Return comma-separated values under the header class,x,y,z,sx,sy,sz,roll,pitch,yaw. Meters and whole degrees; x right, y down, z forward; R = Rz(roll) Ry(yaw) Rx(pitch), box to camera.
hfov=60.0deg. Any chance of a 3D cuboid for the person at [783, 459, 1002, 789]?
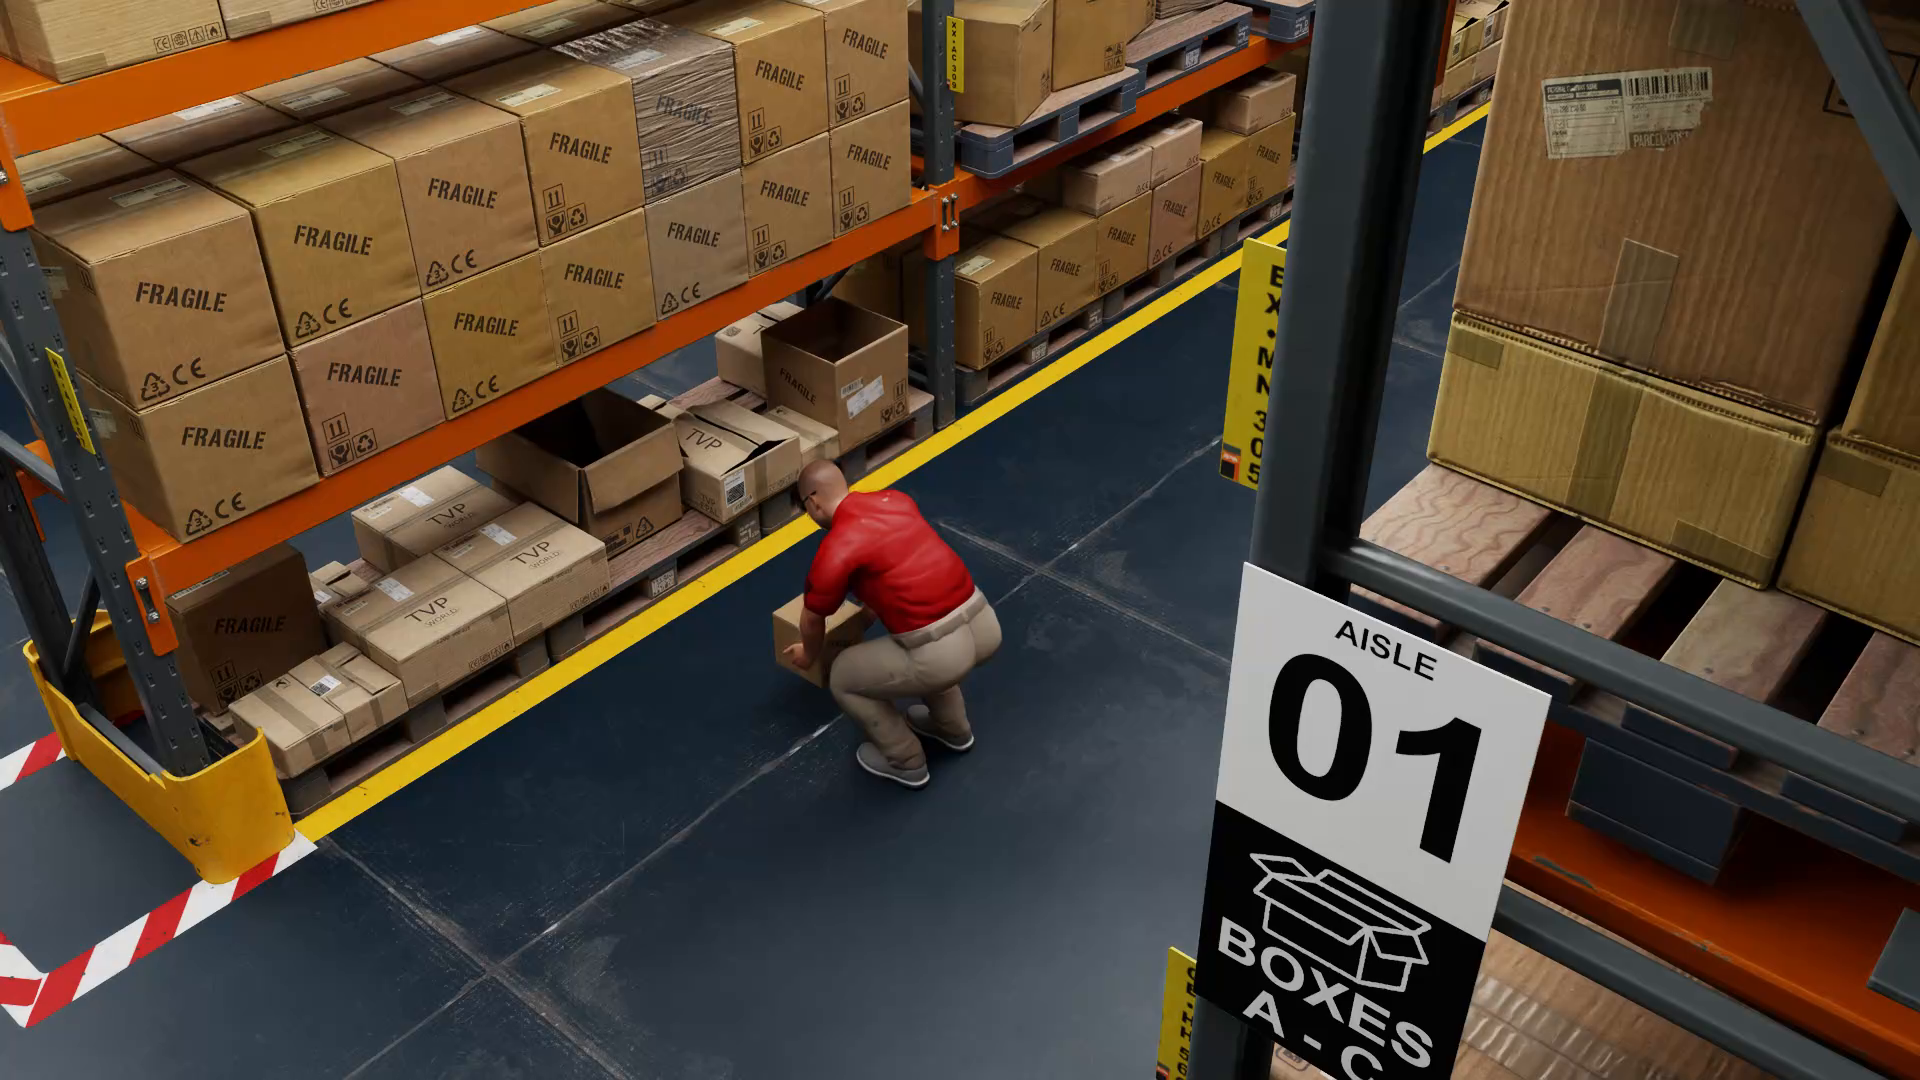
class,x,y,z,sx,sy,sz,roll,pitch,yaw
person,-0.257,0.322,6.157,0.798,1.208,0.581,25,42,32
